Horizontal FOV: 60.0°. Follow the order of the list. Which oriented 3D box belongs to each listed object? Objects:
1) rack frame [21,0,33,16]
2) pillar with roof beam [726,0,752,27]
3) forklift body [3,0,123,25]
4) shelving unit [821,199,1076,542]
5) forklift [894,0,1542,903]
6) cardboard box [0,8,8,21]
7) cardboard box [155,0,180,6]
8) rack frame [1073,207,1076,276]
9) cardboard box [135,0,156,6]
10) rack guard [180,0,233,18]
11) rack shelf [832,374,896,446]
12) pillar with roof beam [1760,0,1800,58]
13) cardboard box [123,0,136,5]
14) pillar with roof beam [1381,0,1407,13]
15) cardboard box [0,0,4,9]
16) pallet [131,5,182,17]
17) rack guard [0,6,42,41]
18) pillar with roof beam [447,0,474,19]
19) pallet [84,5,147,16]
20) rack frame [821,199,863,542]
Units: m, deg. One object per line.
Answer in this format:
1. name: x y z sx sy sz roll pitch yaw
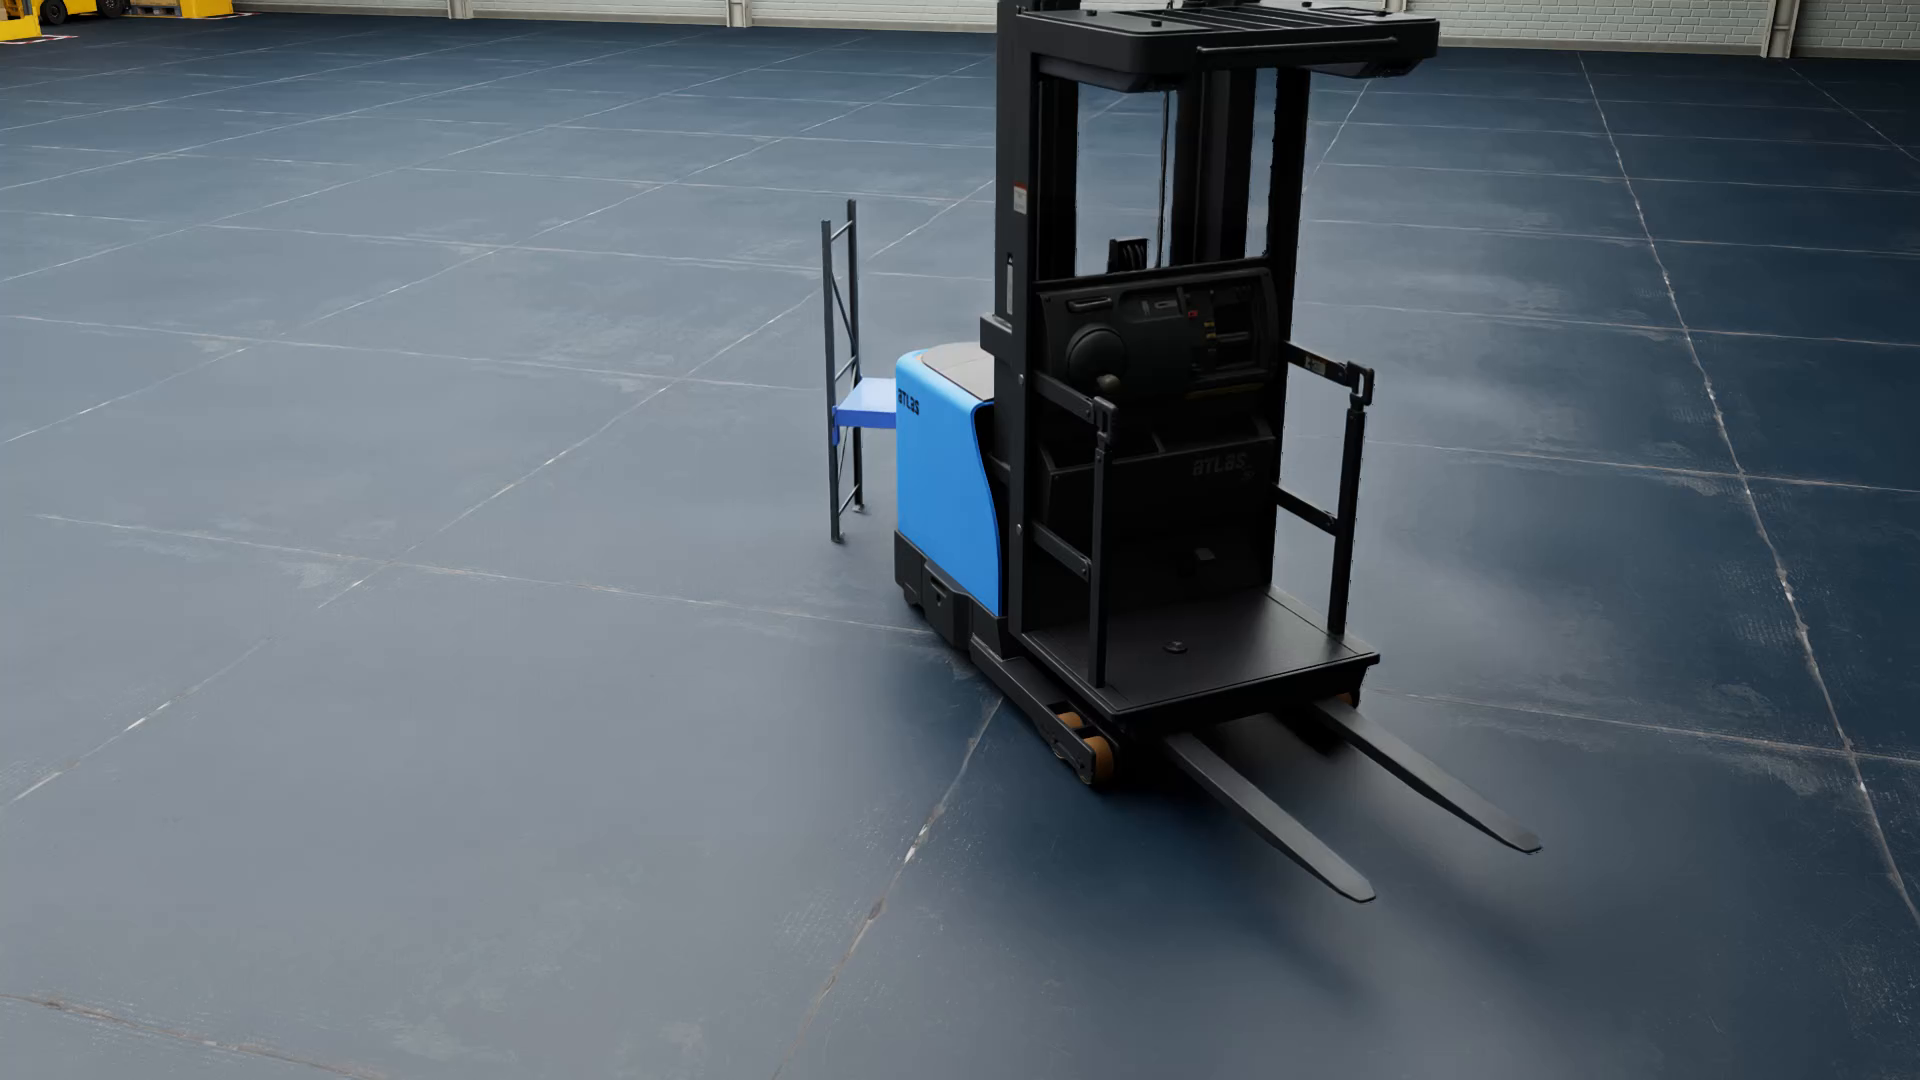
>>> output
1. rack frame: -16.681 -10.218 28.727 0.127 3.000 1.000 7 23 16
2. pillar with roof beam: -5.413 -12.321 25.950 0.400 9.000 9.100 7 23 16
3. forklift body: -17.594 -11.174 32.176 1.214 2.155 2.313 7 23 16
4. shelving unit: -0.040 -0.744 7.607 1.048 1.500 0.538 4 23 10
5. forklift: 0.797 -0.703 5.621 1.130 2.935 3.031 -10 24 -23
6. cardboard box: -17.374 -9.329 29.629 0.500 0.250 0.500 6 23 15
7. cardboard box: -15.792 -10.880 33.412 0.500 0.250 0.500 7 23 16
8. rack frame: 0.460 -0.708 7.521 0.032 1.500 0.500 4 23 10
9. cardboard box: -16.266 -10.938 33.554 0.500 0.250 0.500 7 23 15
10. rack guard: -15.228 -10.862 33.592 0.348 0.500 1.175 7 23 16
11. rack shelf: -0.040 -0.577 7.675 1.000 0.185 0.538 4 23 10
12. pillar with roof beam: 11.820 -10.348 21.140 0.400 9.000 9.100 7 23 16
13. cardboard box: -16.742 -10.996 33.695 0.500 0.250 0.500 7 23 16
14. pillar with roof beam: 6.076 -11.006 22.743 0.400 9.000 9.100 7 23 16
15. cardboard box: -17.397 -9.678 29.493 0.500 0.500 0.500 6 23 14
16. pallet: -15.995 -10.800 33.821 1.213 0.211 1.003 7 23 16
17. rack guard: -16.754 -9.069 29.221 0.348 0.500 1.175 7 23 16
18. pillar with roof beam: -11.157 -12.979 27.554 0.400 9.000 9.100 7 23 16
19. pallet: -17.160 -10.934 34.149 1.213 0.211 1.003 7 23 15
20. rack frame: -0.540 -0.779 7.693 0.032 1.500 0.500 4 23 10
